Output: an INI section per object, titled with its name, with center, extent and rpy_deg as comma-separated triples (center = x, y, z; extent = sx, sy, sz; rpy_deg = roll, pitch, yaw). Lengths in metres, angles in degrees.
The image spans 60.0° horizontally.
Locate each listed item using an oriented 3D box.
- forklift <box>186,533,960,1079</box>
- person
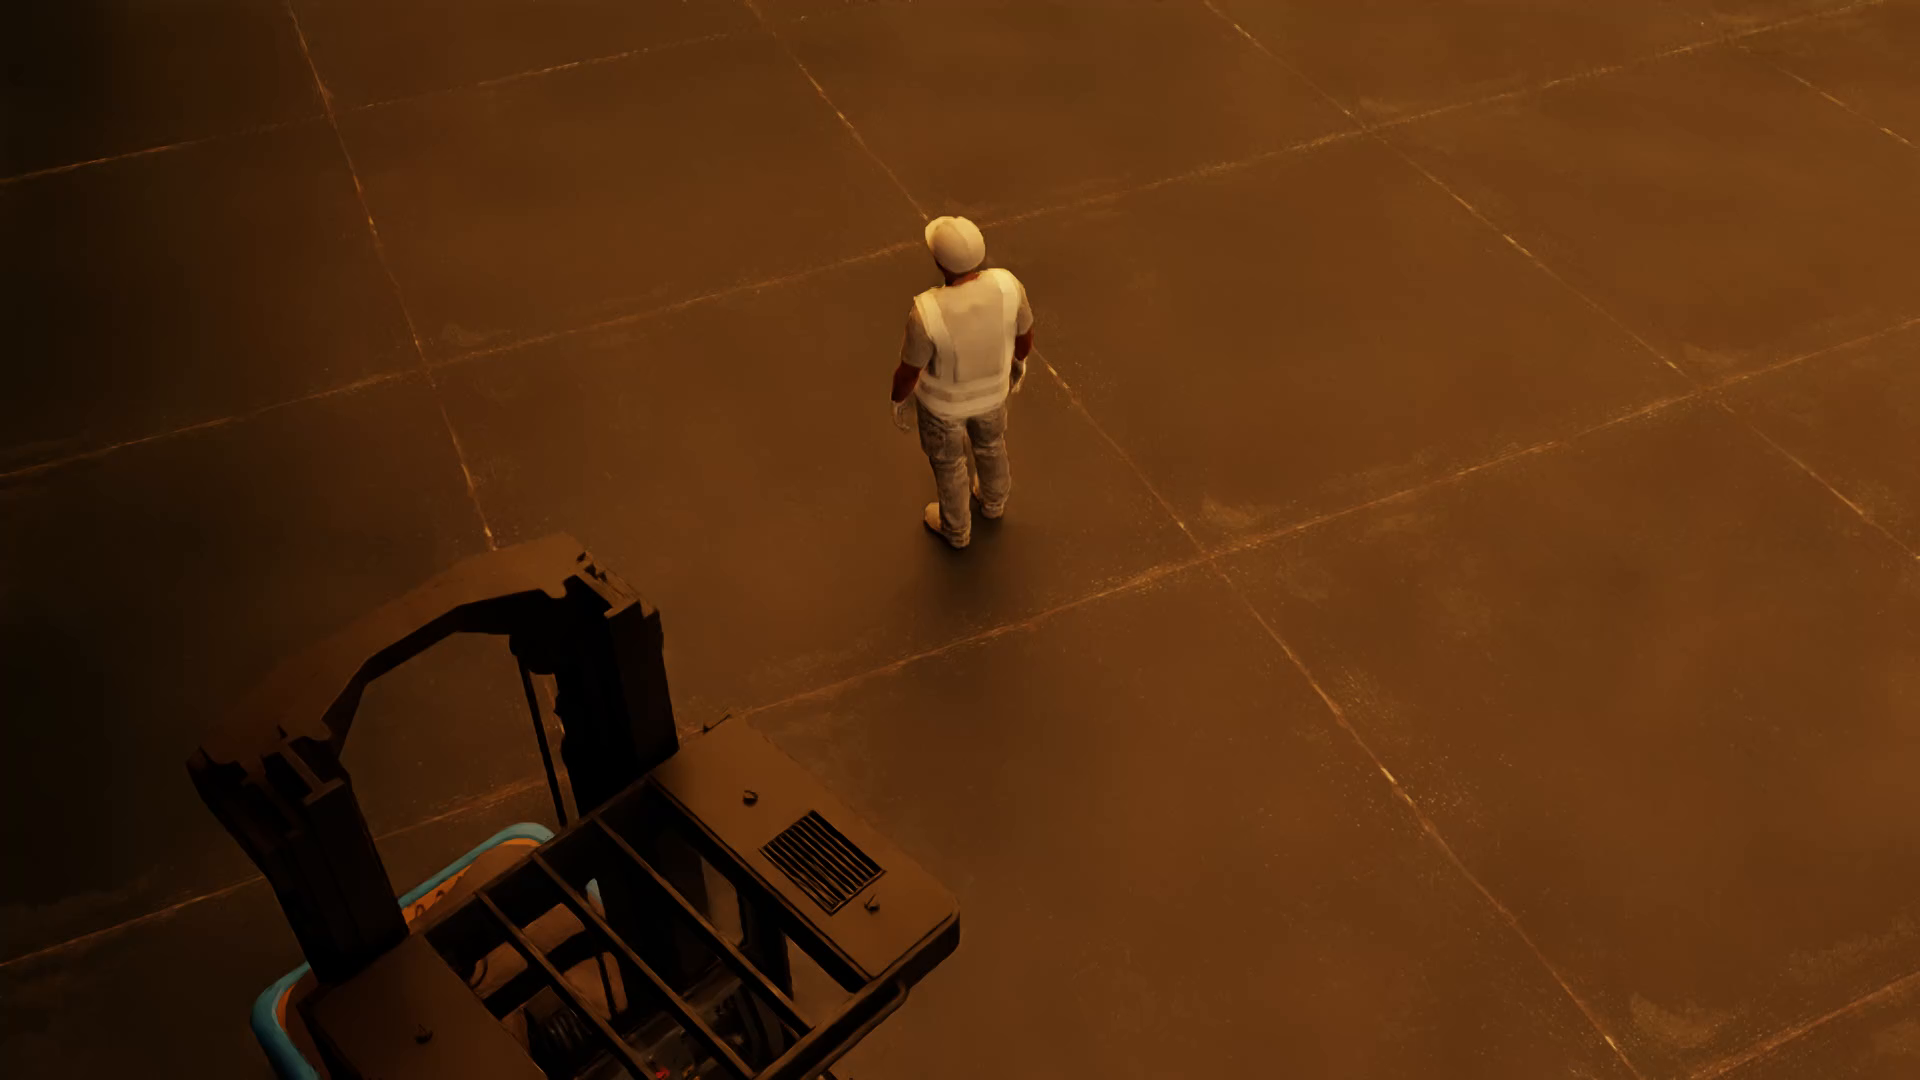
[forklift]
center = -0.687, 1.534, 4.036
extent = 1.130, 2.935, 3.031
rpy_deg = -34, 53, -31
[person]
center = -0.023, -0.704, 7.266
extent = 0.655, 1.782, 0.575
rpy_deg = -18, 46, -18
